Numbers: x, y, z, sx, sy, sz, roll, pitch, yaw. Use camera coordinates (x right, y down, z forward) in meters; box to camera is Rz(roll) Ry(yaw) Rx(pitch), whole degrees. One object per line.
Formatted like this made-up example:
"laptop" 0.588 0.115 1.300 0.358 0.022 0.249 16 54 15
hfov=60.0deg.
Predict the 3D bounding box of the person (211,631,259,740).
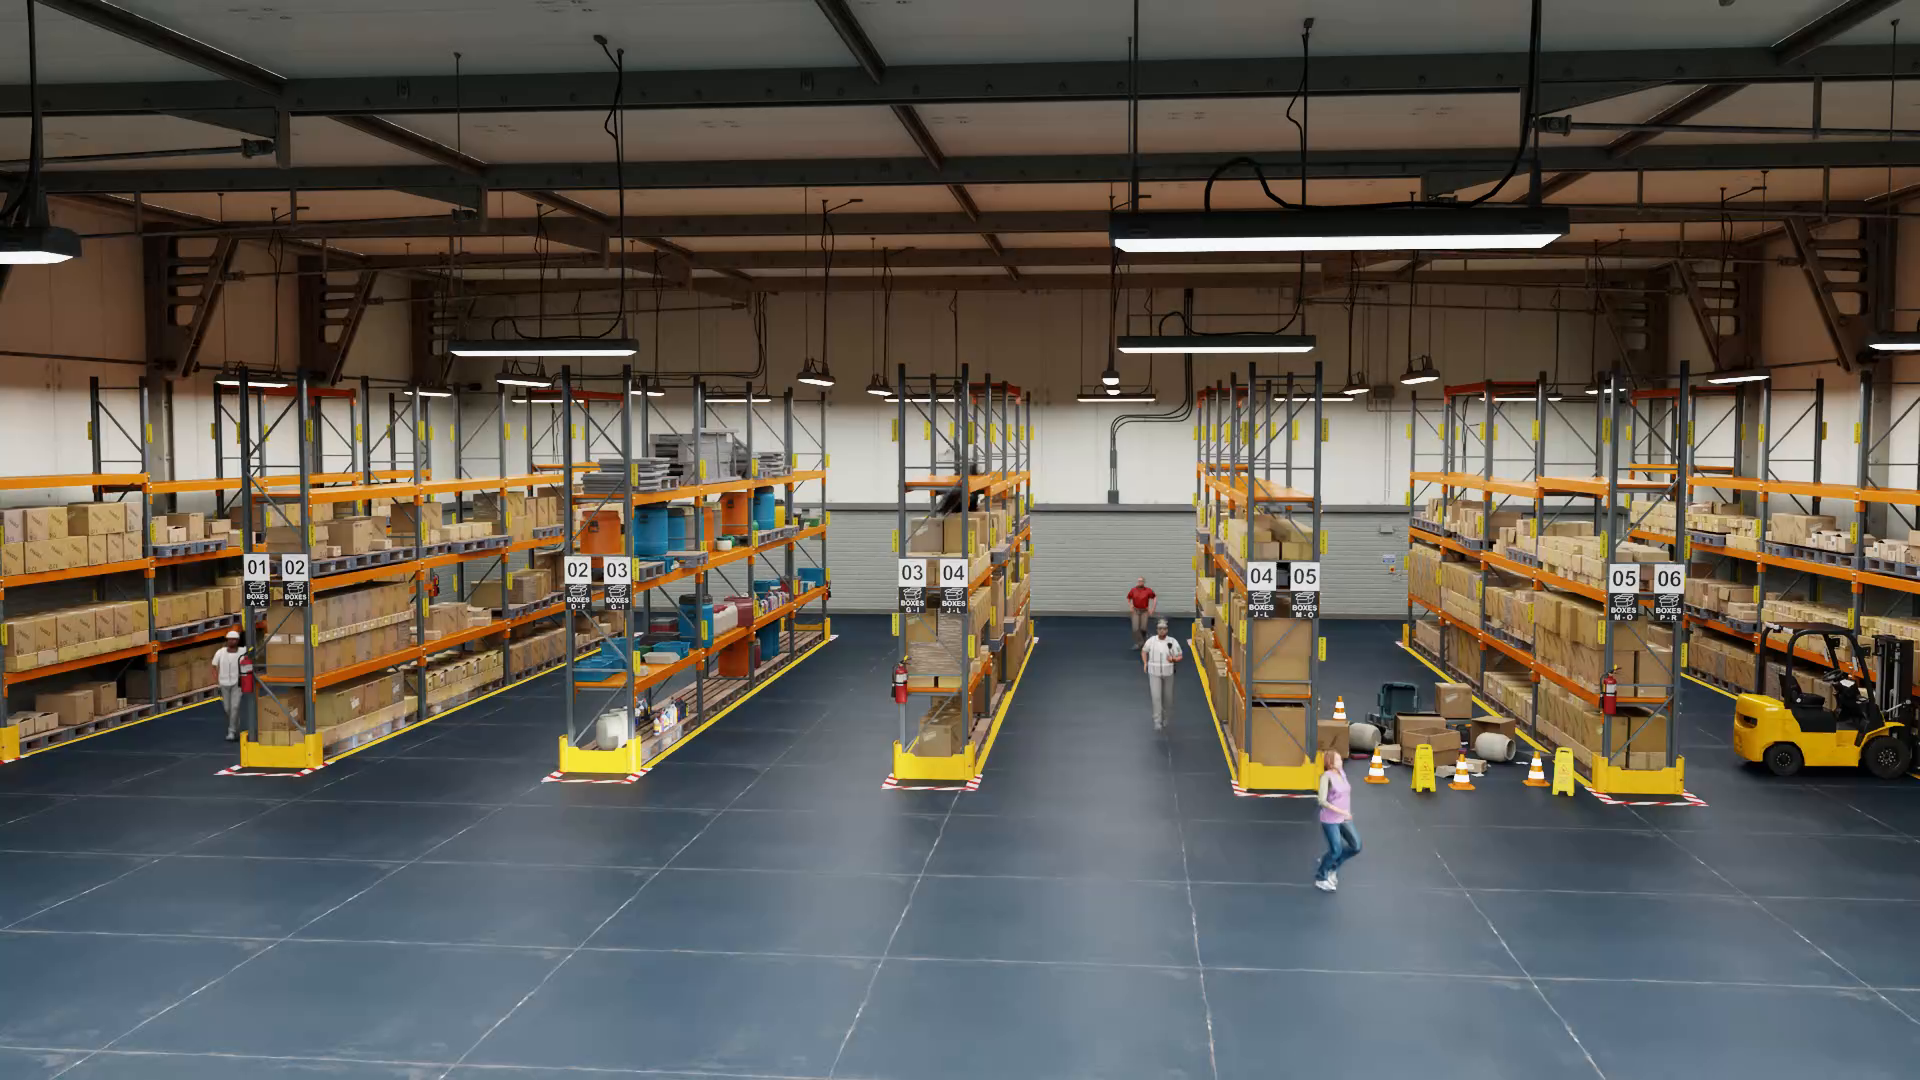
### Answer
"person" -11.918 2.358 27.273 0.712 1.743 0.874 -1 4 -9

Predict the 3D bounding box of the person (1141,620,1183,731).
"person" 3.271 2.185 26.968 0.673 1.802 0.915 0 4 6

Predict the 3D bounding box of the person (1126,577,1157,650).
"person" 4.199 1.698 38.550 0.711 1.682 0.620 1 4 10

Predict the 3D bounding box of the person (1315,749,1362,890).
"person" 4.118 3.058 18.140 0.553 1.558 0.540 -3 5 -42
